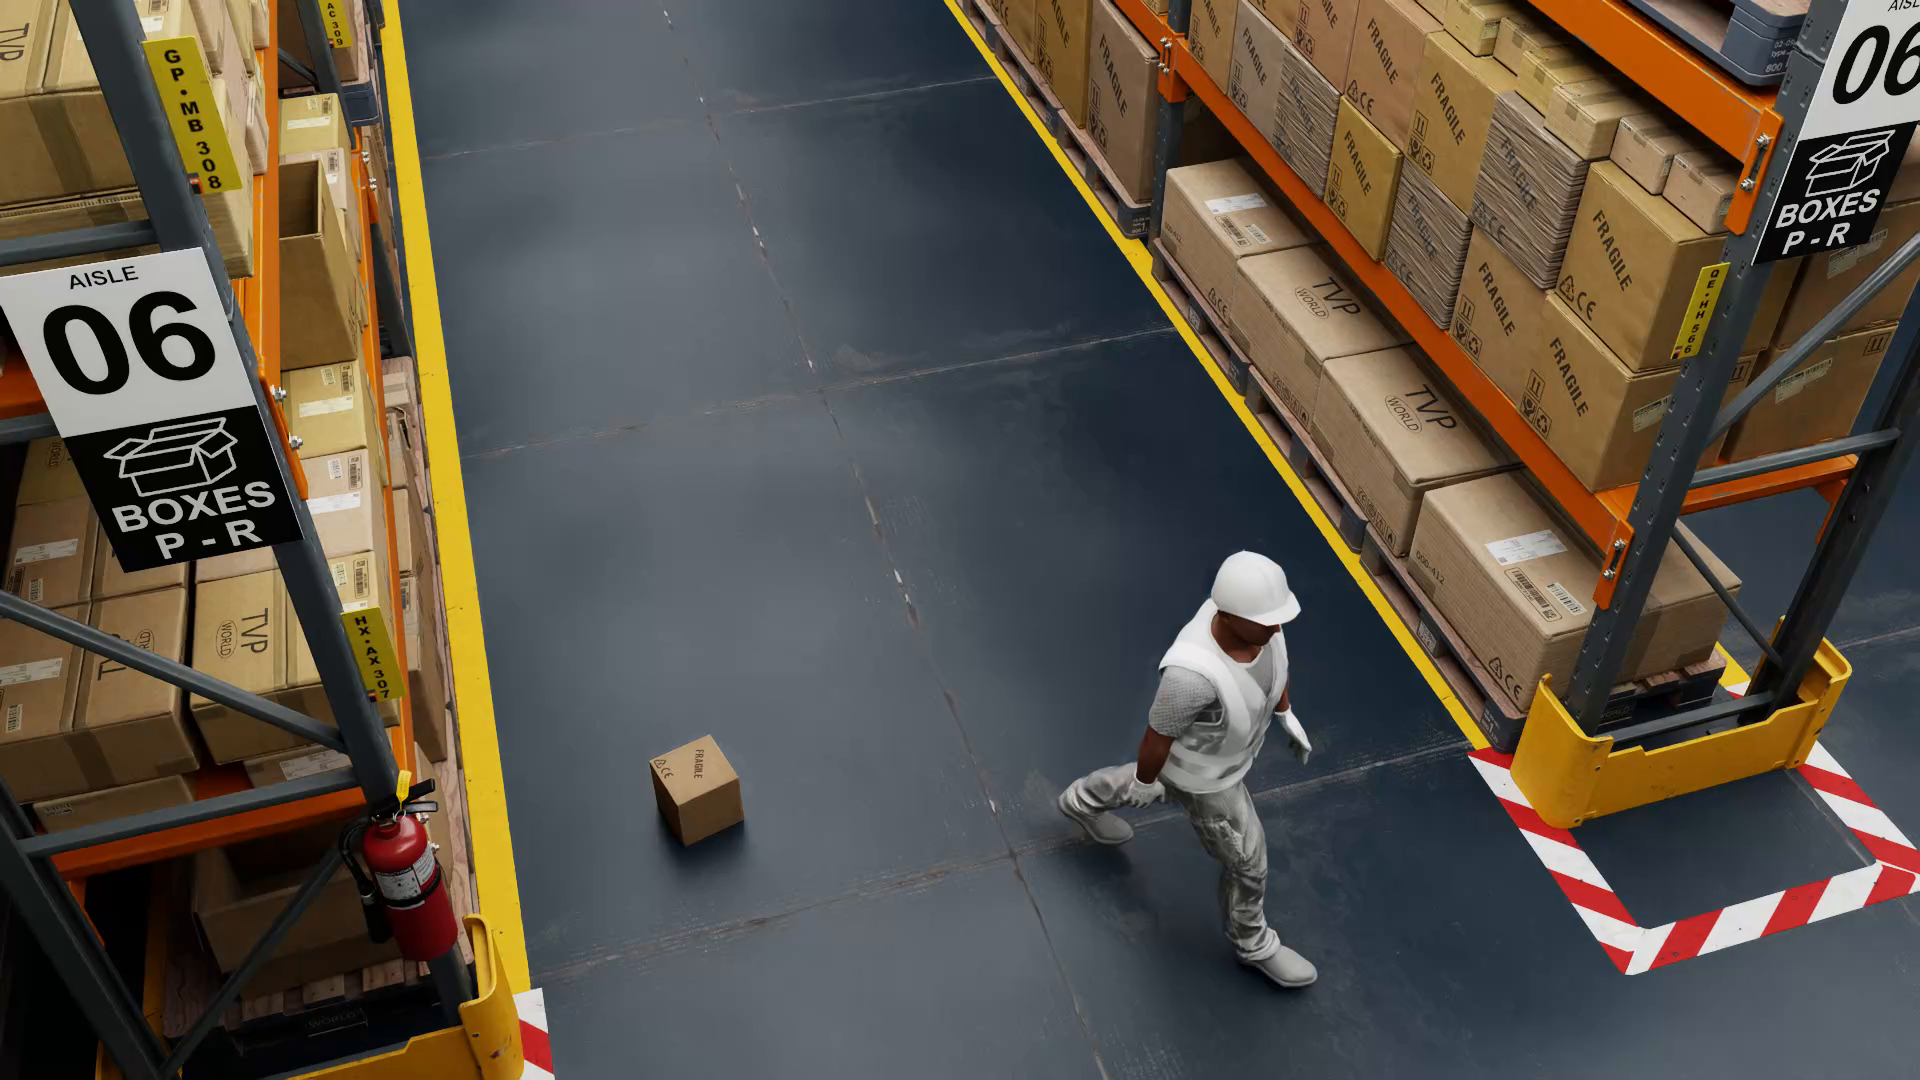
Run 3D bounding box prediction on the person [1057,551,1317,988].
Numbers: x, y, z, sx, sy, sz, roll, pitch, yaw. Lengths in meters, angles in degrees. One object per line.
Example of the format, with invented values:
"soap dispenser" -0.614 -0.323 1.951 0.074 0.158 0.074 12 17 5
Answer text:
"person" 0.793 0.664 5.408 1.095 1.735 0.560 21 46 22
